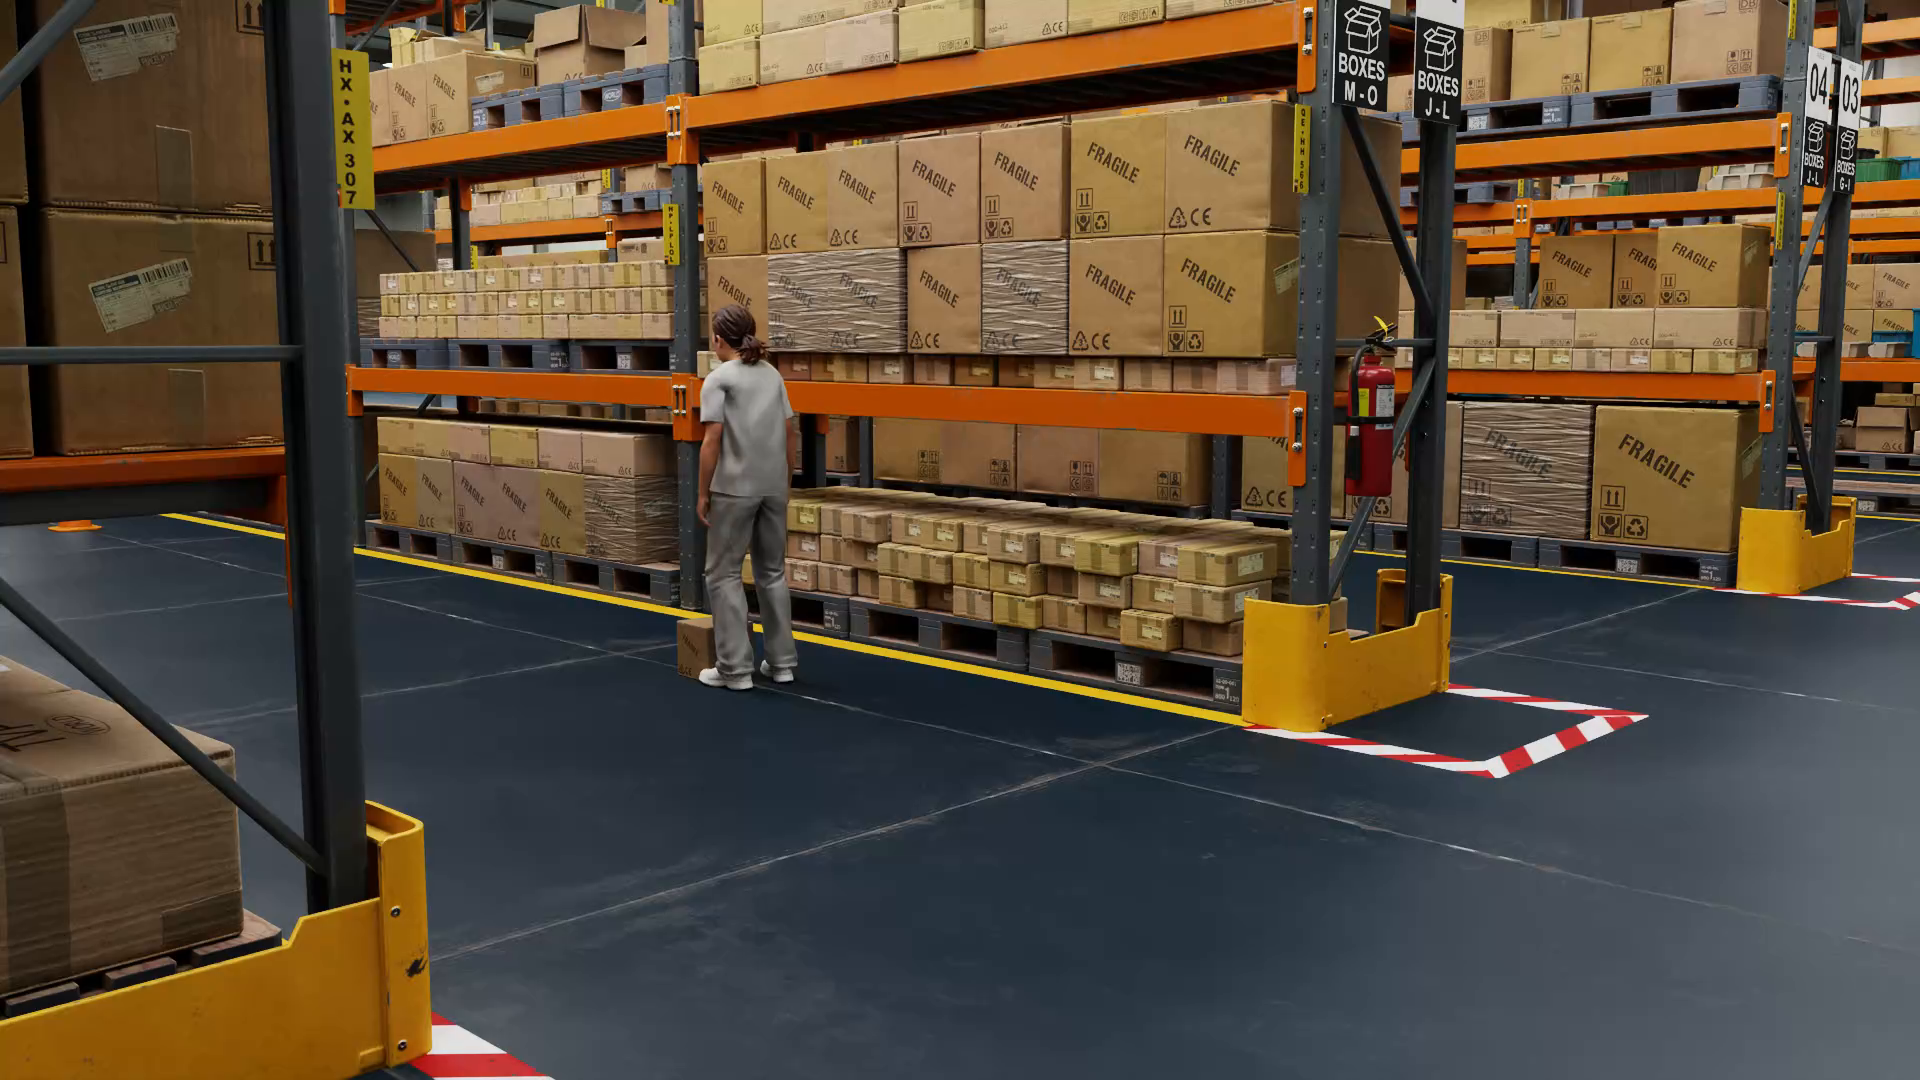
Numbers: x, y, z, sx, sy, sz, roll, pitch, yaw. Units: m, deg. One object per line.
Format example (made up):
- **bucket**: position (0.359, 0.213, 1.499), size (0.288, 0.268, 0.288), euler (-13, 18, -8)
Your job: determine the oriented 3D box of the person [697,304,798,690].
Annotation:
- **person**: position (-0.940, -0.190, 7.293), size (0.484, 1.672, 0.360), euler (-6, 9, -40)
